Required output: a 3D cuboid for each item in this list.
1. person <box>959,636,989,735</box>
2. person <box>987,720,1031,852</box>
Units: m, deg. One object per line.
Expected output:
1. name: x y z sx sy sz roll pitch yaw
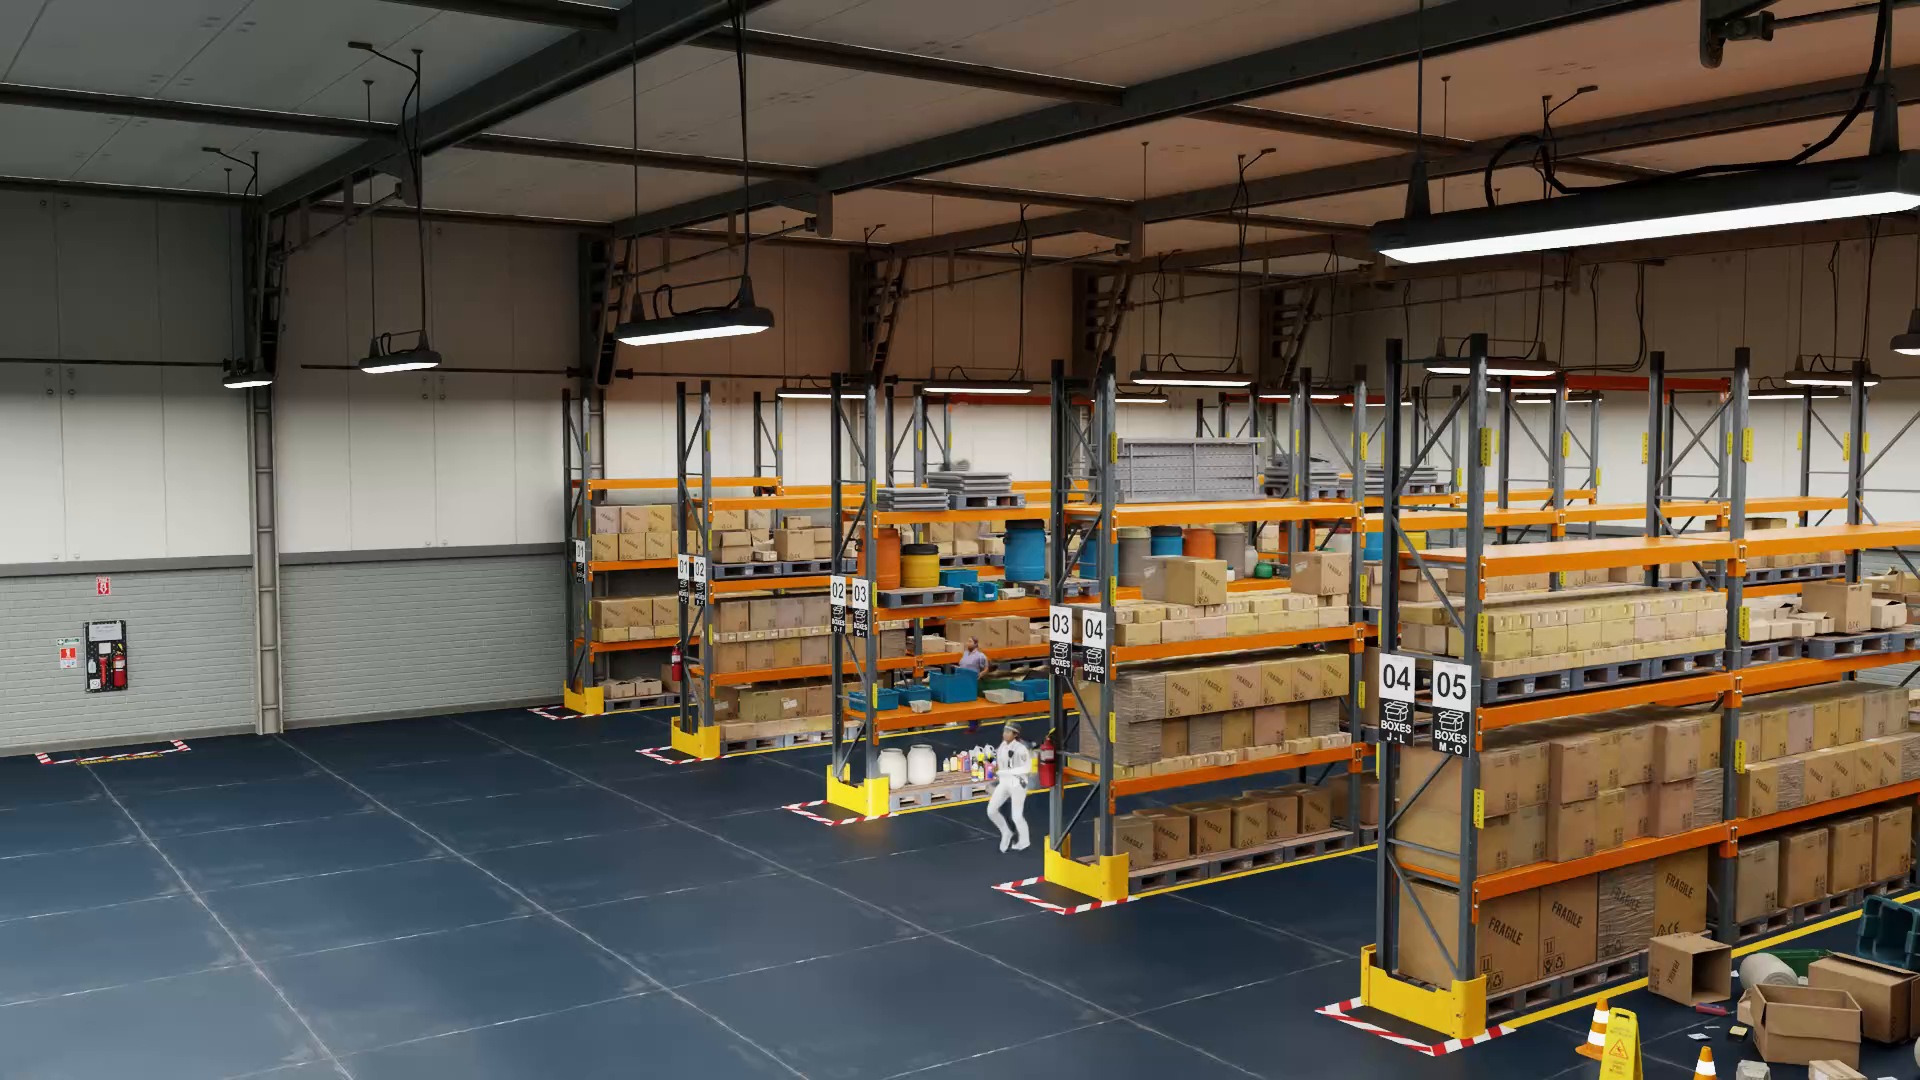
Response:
1. person: 0.191 2.361 27.089 0.616 1.584 0.509 4 5 44
2. person: 0.633 3.014 20.368 0.605 1.660 0.662 4 5 44
